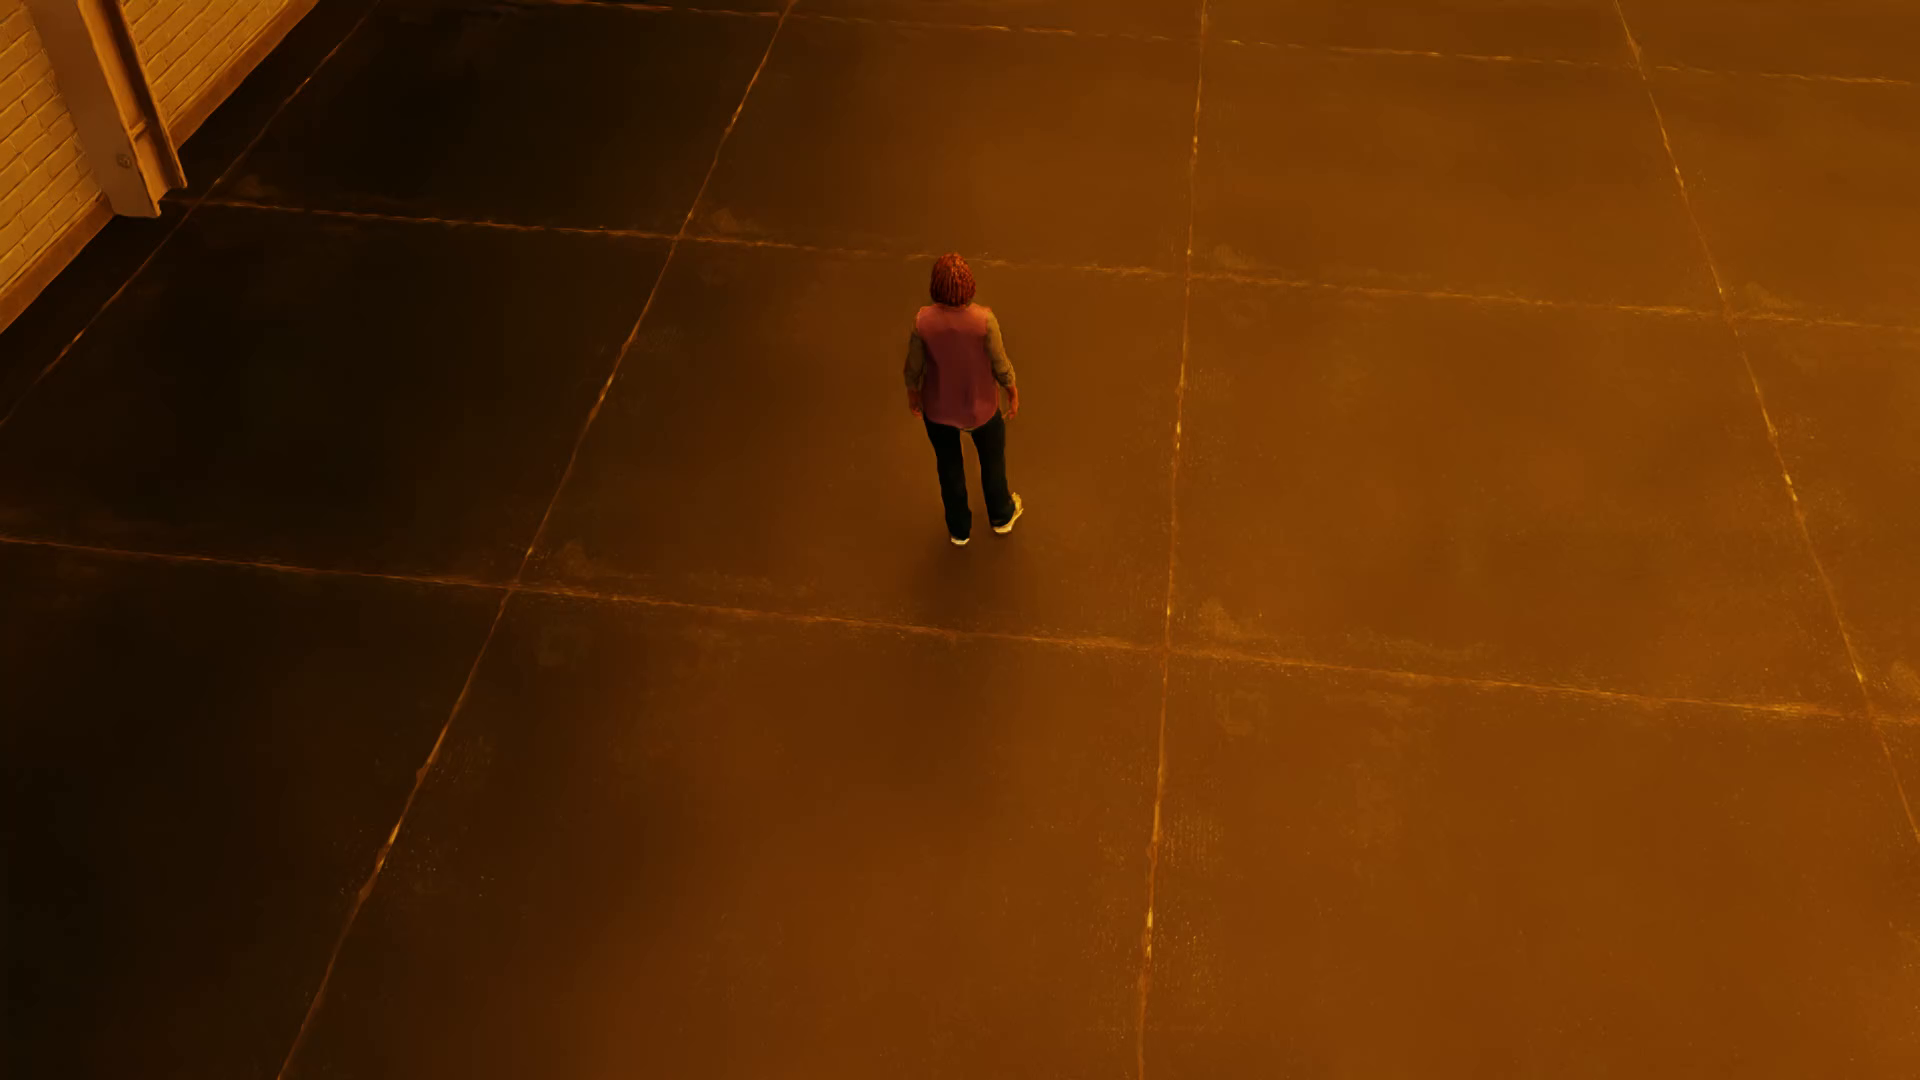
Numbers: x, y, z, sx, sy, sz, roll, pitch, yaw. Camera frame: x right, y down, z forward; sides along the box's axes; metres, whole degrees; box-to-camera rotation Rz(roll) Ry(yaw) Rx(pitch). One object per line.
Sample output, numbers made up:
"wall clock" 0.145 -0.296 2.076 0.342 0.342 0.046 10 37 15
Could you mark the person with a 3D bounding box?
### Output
"person" 0.024 -0.642 7.399 0.520 1.597 0.474 5 43 6
